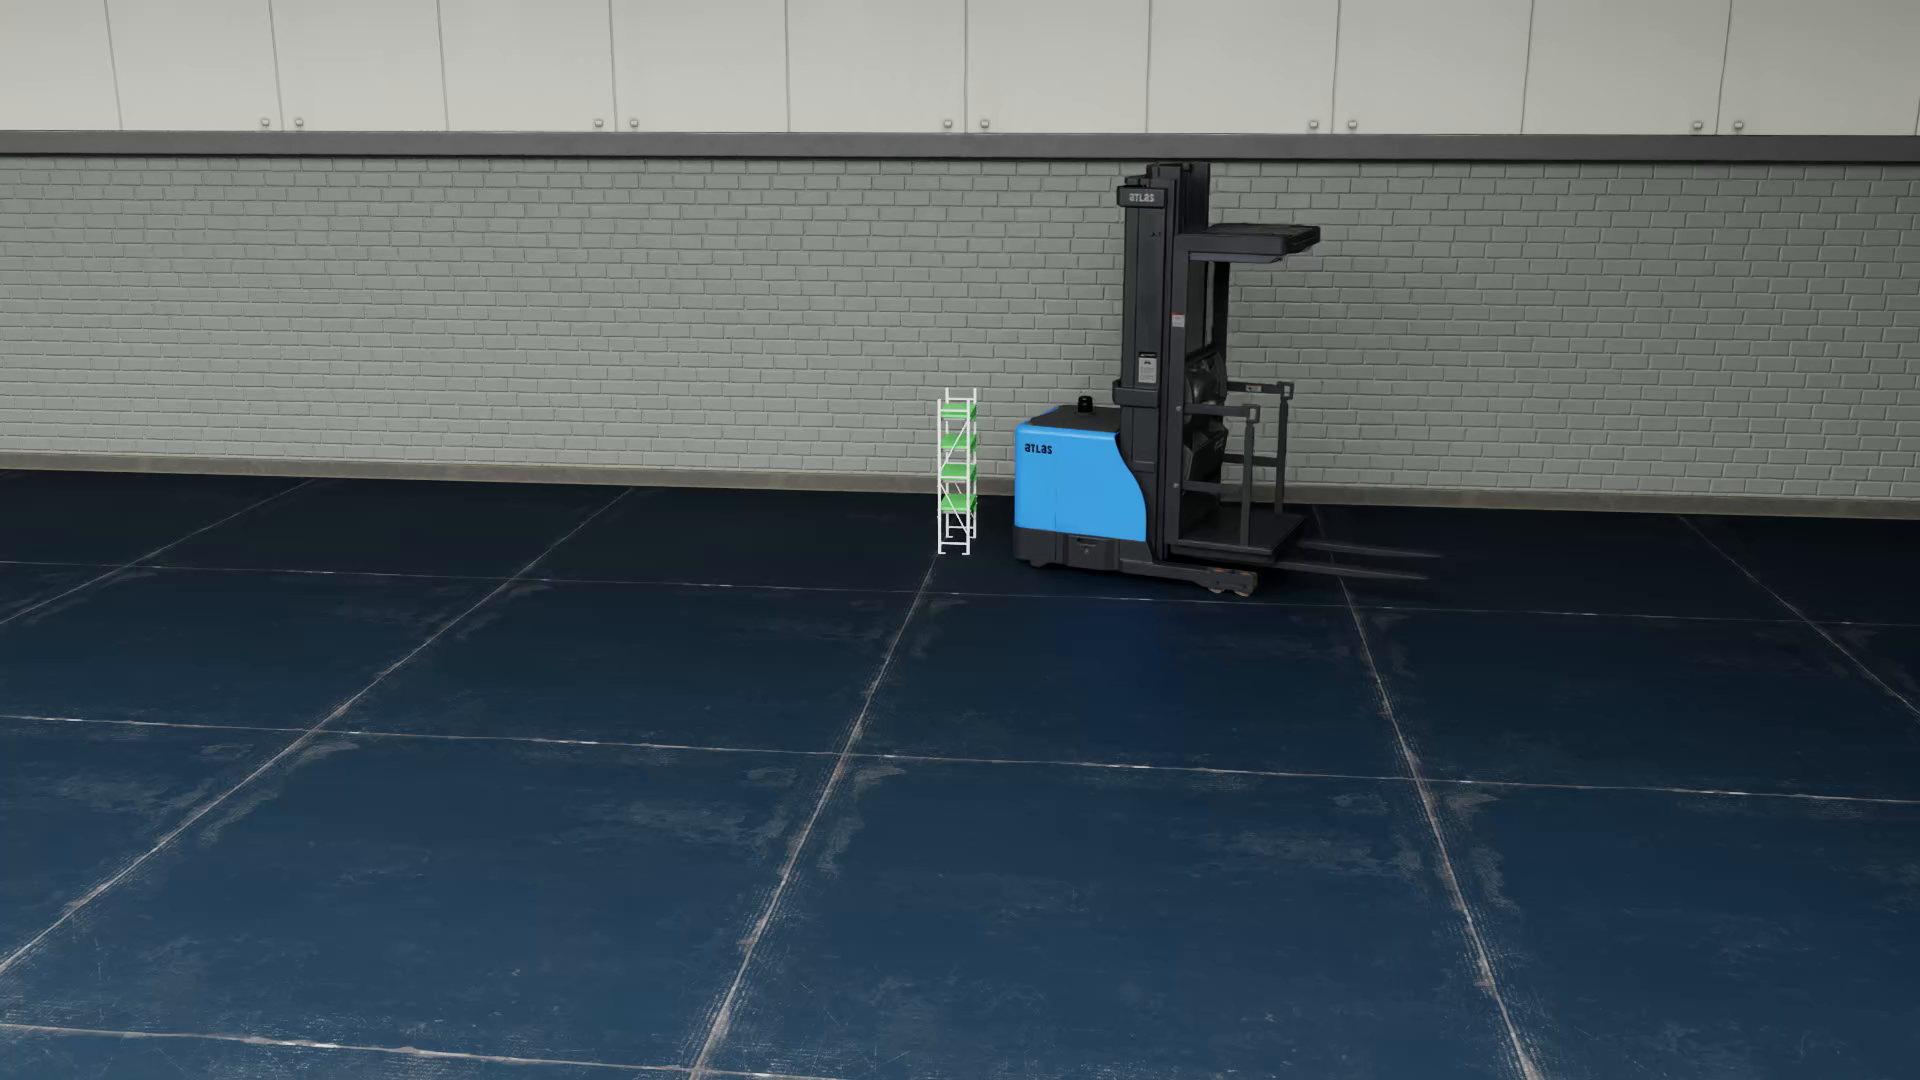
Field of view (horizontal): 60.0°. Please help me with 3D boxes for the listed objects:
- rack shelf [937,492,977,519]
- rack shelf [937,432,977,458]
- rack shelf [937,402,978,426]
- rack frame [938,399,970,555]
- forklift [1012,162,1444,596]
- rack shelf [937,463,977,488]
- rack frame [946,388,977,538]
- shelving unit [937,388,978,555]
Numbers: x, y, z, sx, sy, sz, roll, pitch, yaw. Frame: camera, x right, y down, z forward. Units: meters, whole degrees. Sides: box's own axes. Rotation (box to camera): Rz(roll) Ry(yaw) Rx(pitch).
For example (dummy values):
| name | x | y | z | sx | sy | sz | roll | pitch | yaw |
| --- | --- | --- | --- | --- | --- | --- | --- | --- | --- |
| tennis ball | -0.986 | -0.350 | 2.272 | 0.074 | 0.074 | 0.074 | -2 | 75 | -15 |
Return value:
| name | x | y | z | sx | sy | sz | roll | pitch | yaw |
| --- | --- | --- | --- | --- | --- | --- | --- | --- | --- |
| rack shelf | -0.019 | -0.243 | 12.926 | 0.258 | 0.148 | 0.480 | 2 | 15 | 6 |
| rack shelf | -0.019 | -0.706 | 12.801 | 0.258 | 0.148 | 0.480 | 2 | 15 | 6 |
| rack shelf | -0.019 | -0.938 | 12.738 | 0.258 | 0.148 | 0.480 | 2 | 15 | 6 |
| rack frame | -0.046 | -0.473 | 12.613 | 0.240 | 1.200 | 0.015 | 2 | 15 | 6 |
| forklift | 1.953 | -1.177 | 11.898 | 3.031 | 2.935 | 1.130 | 7 | 17 | 23 |
| rack shelf | -0.019 | -0.475 | 12.863 | 0.258 | 0.148 | 0.480 | 2 | 15 | 6 |
| rack frame | 0.009 | -0.600 | 13.081 | 0.240 | 1.200 | 0.015 | 2 | 15 | 6 |
| shelving unit | -0.019 | -0.536 | 12.847 | 0.258 | 1.200 | 0.503 | 2 | 15 | 6 |
